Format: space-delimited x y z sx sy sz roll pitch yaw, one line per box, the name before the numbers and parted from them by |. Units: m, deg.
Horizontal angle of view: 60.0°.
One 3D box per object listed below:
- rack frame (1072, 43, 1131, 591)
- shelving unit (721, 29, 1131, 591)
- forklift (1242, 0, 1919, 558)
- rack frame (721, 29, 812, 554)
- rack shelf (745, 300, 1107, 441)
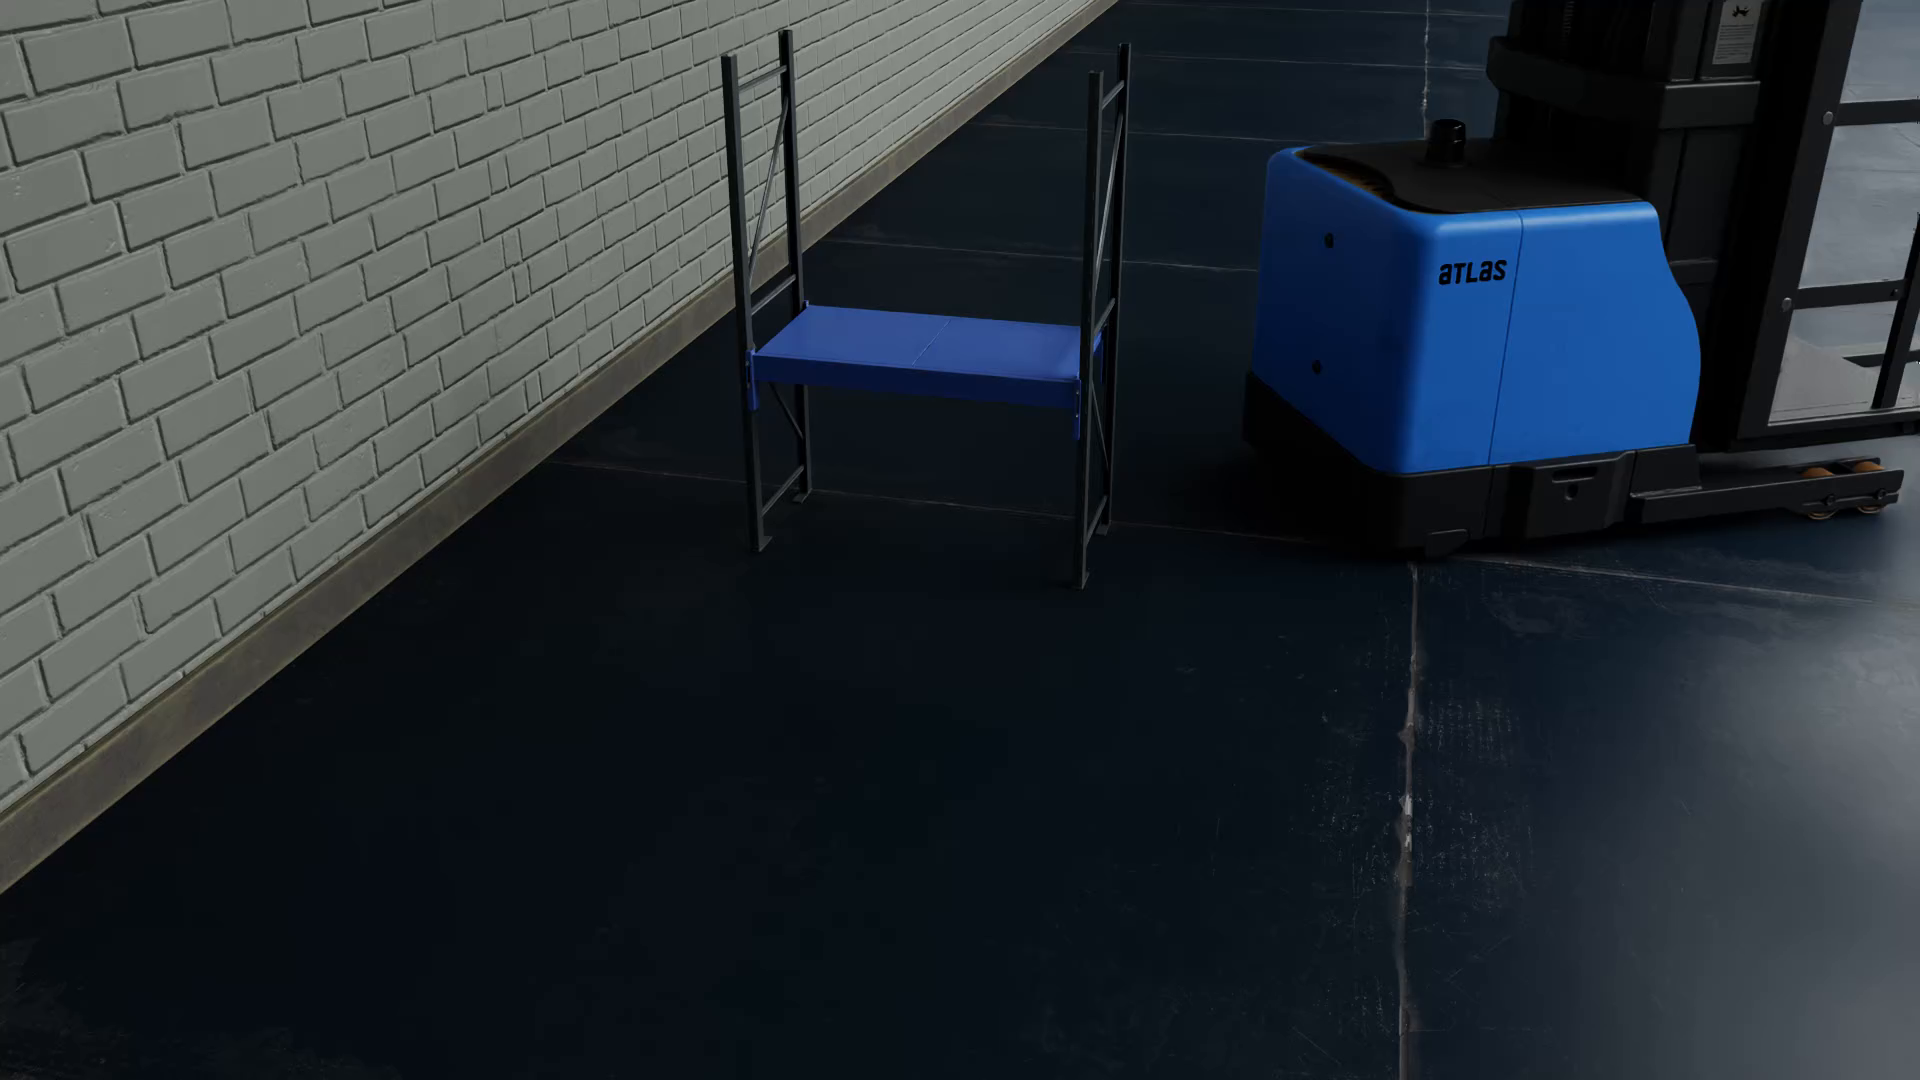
rack frame | 0.410 -0.632 4.832 0.032 1.500 0.500 6 26 13
shelving unit | -0.083 -0.686 4.947 1.048 1.500 0.538 6 26 13
forklift | 2.567 -1.601 5.204 3.031 2.935 1.130 -6 26 -13
rack frame | -0.575 -0.741 5.061 0.032 1.500 0.500 6 26 13
rack shelf | -0.083 -0.524 5.024 1.000 0.185 0.538 6 26 13
